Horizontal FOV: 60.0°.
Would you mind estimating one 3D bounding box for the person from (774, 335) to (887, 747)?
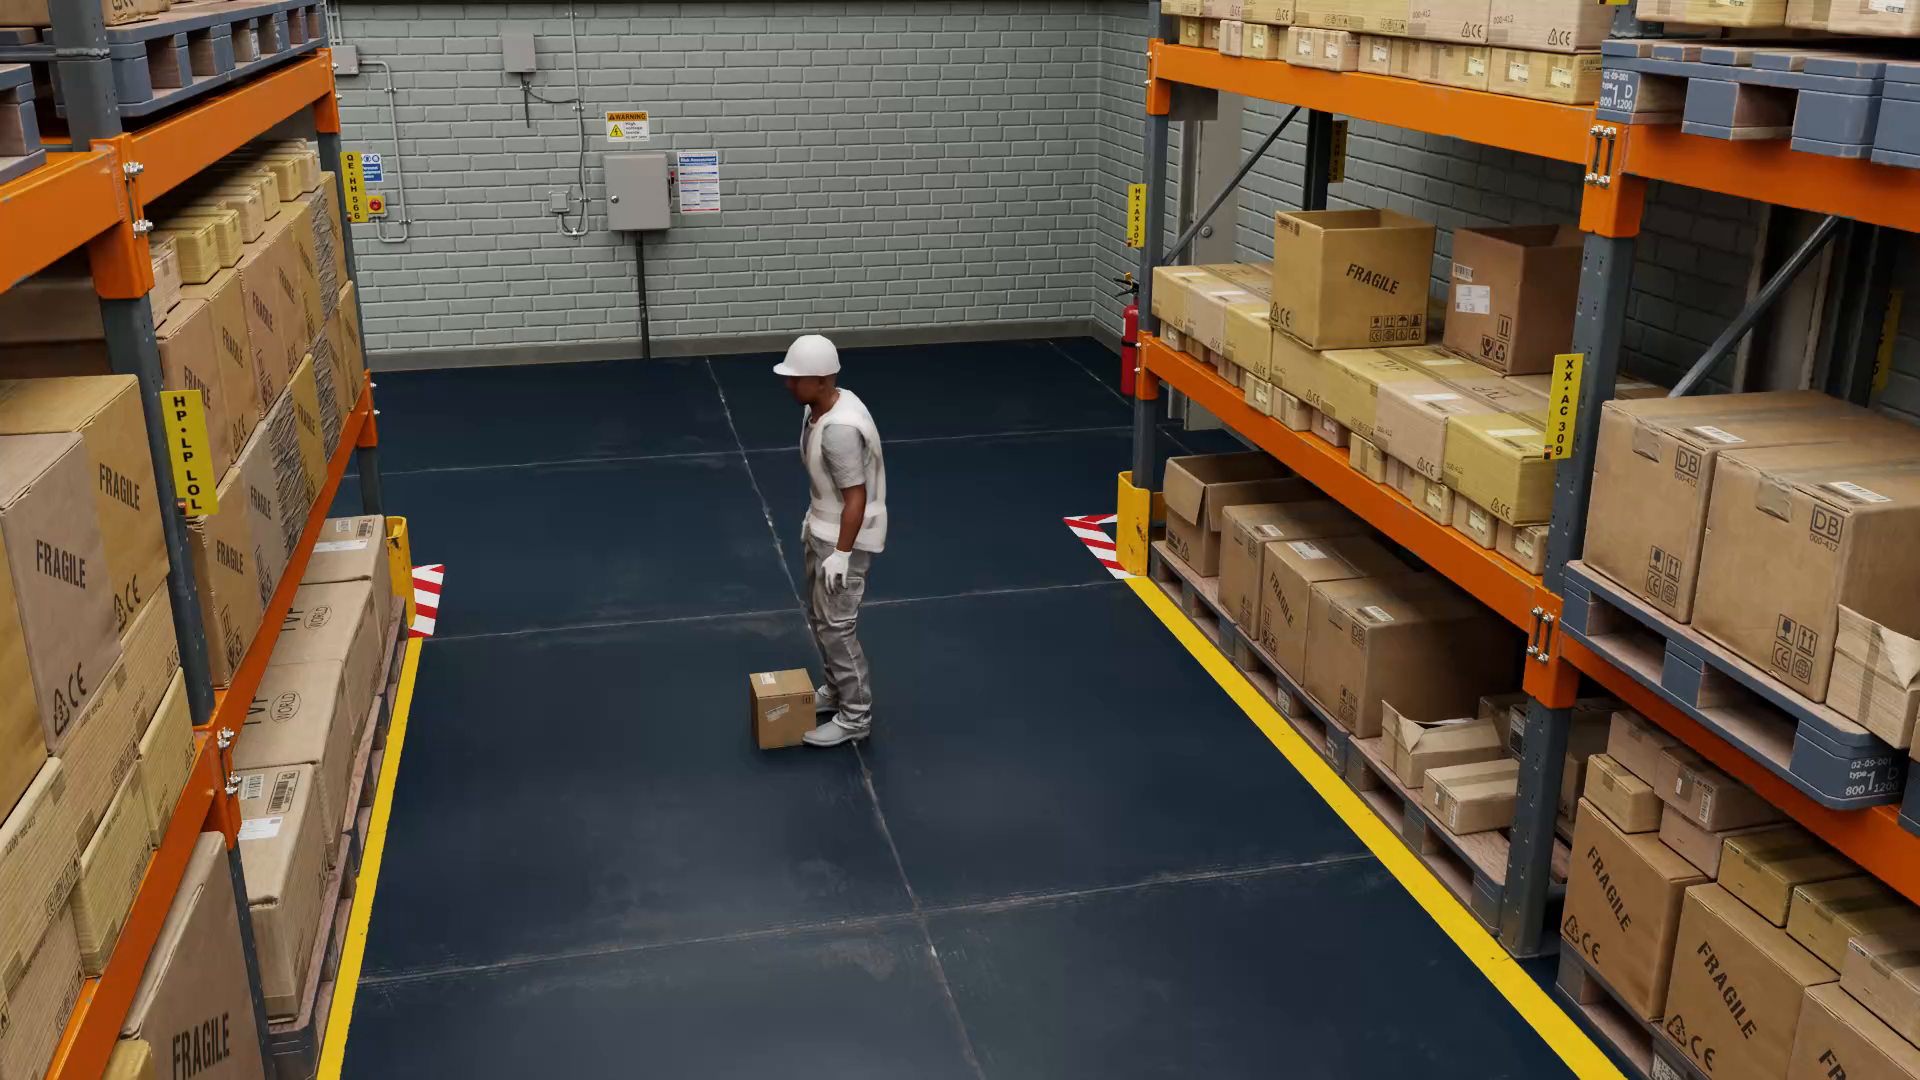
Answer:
[{"bbox_3d":[-0.547,-0.007,7.072,0.448,1.774,0.616,-5,20,-14],"label":"person"}]
